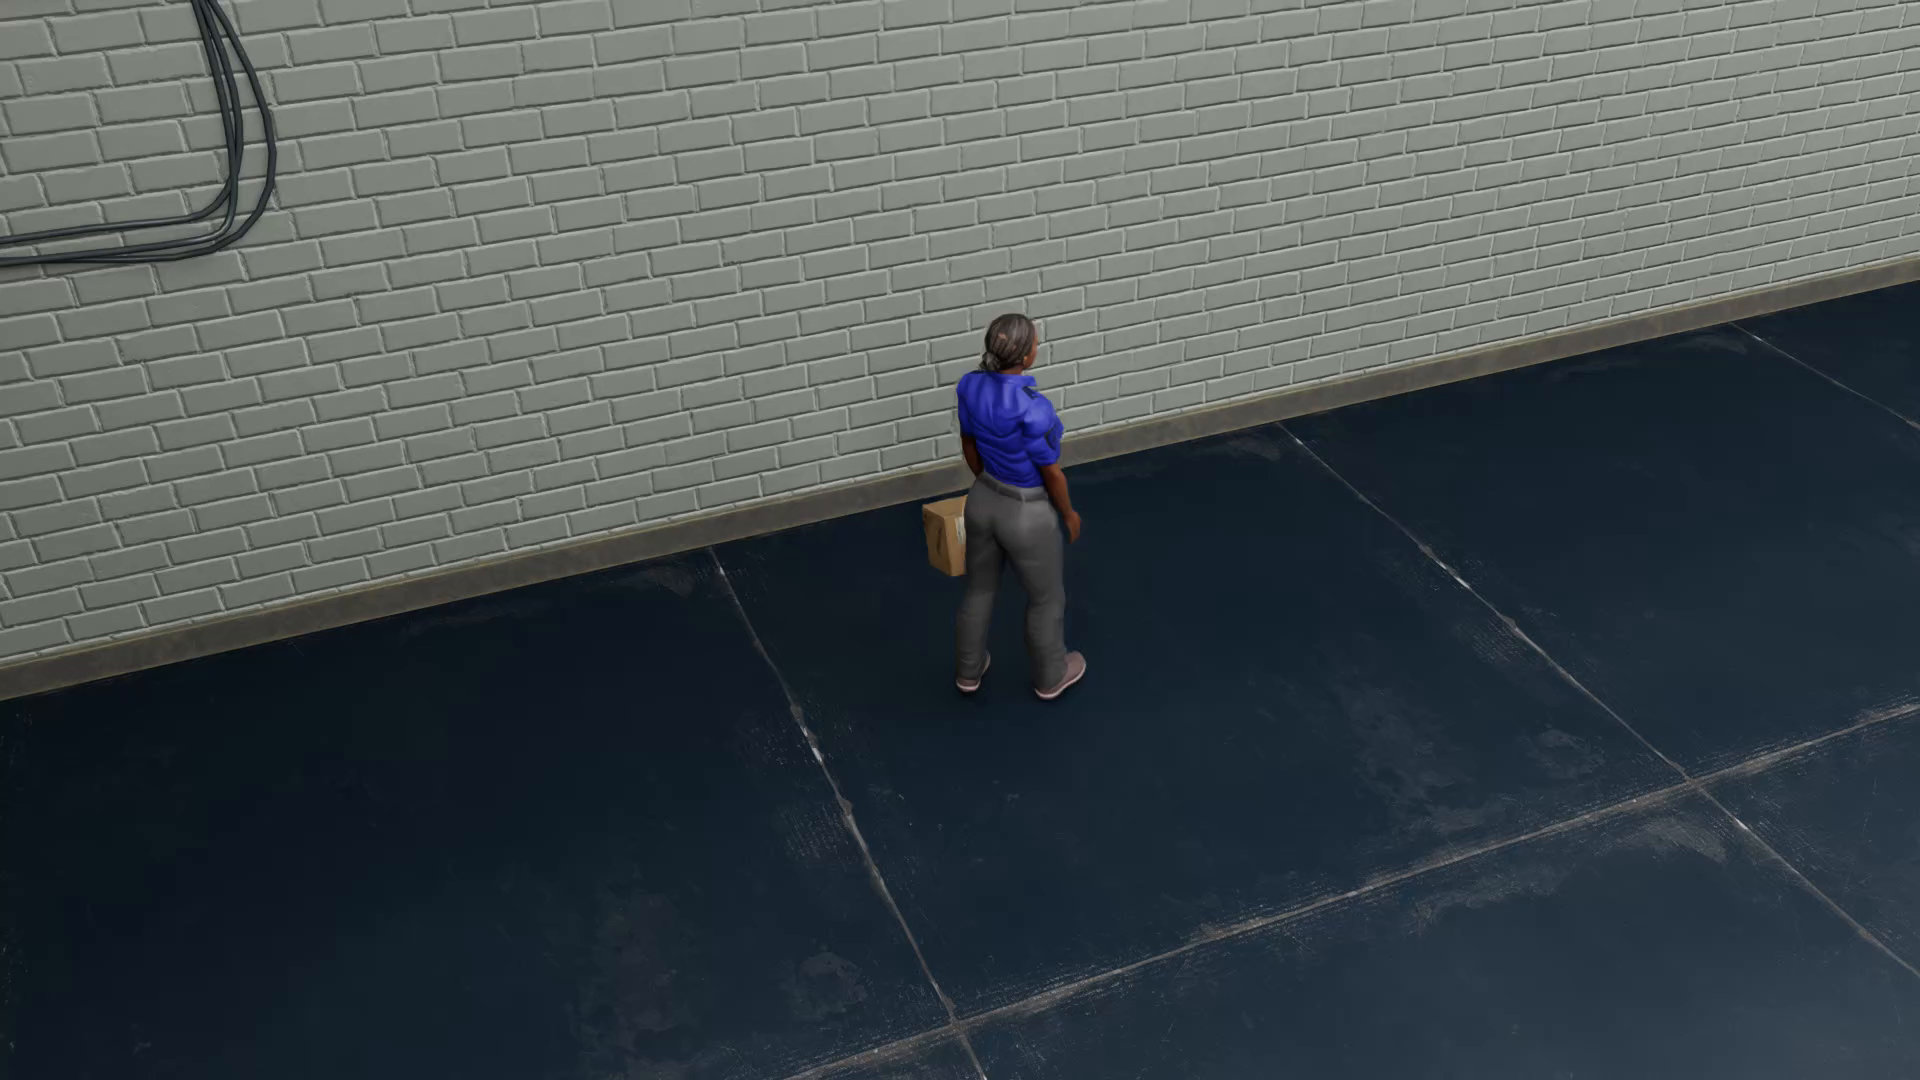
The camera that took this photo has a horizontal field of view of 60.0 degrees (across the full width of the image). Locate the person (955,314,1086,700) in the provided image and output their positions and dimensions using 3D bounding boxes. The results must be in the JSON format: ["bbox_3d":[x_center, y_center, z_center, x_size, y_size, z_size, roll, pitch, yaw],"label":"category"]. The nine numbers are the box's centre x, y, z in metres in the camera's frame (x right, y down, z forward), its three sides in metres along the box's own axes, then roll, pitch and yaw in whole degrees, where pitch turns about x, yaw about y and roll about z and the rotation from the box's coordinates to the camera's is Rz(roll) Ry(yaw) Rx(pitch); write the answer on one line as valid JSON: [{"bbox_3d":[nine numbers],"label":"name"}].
[{"bbox_3d":[0.234,-0.132,6.307,0.496,1.663,0.474,28,43,36],"label":"person"}]
